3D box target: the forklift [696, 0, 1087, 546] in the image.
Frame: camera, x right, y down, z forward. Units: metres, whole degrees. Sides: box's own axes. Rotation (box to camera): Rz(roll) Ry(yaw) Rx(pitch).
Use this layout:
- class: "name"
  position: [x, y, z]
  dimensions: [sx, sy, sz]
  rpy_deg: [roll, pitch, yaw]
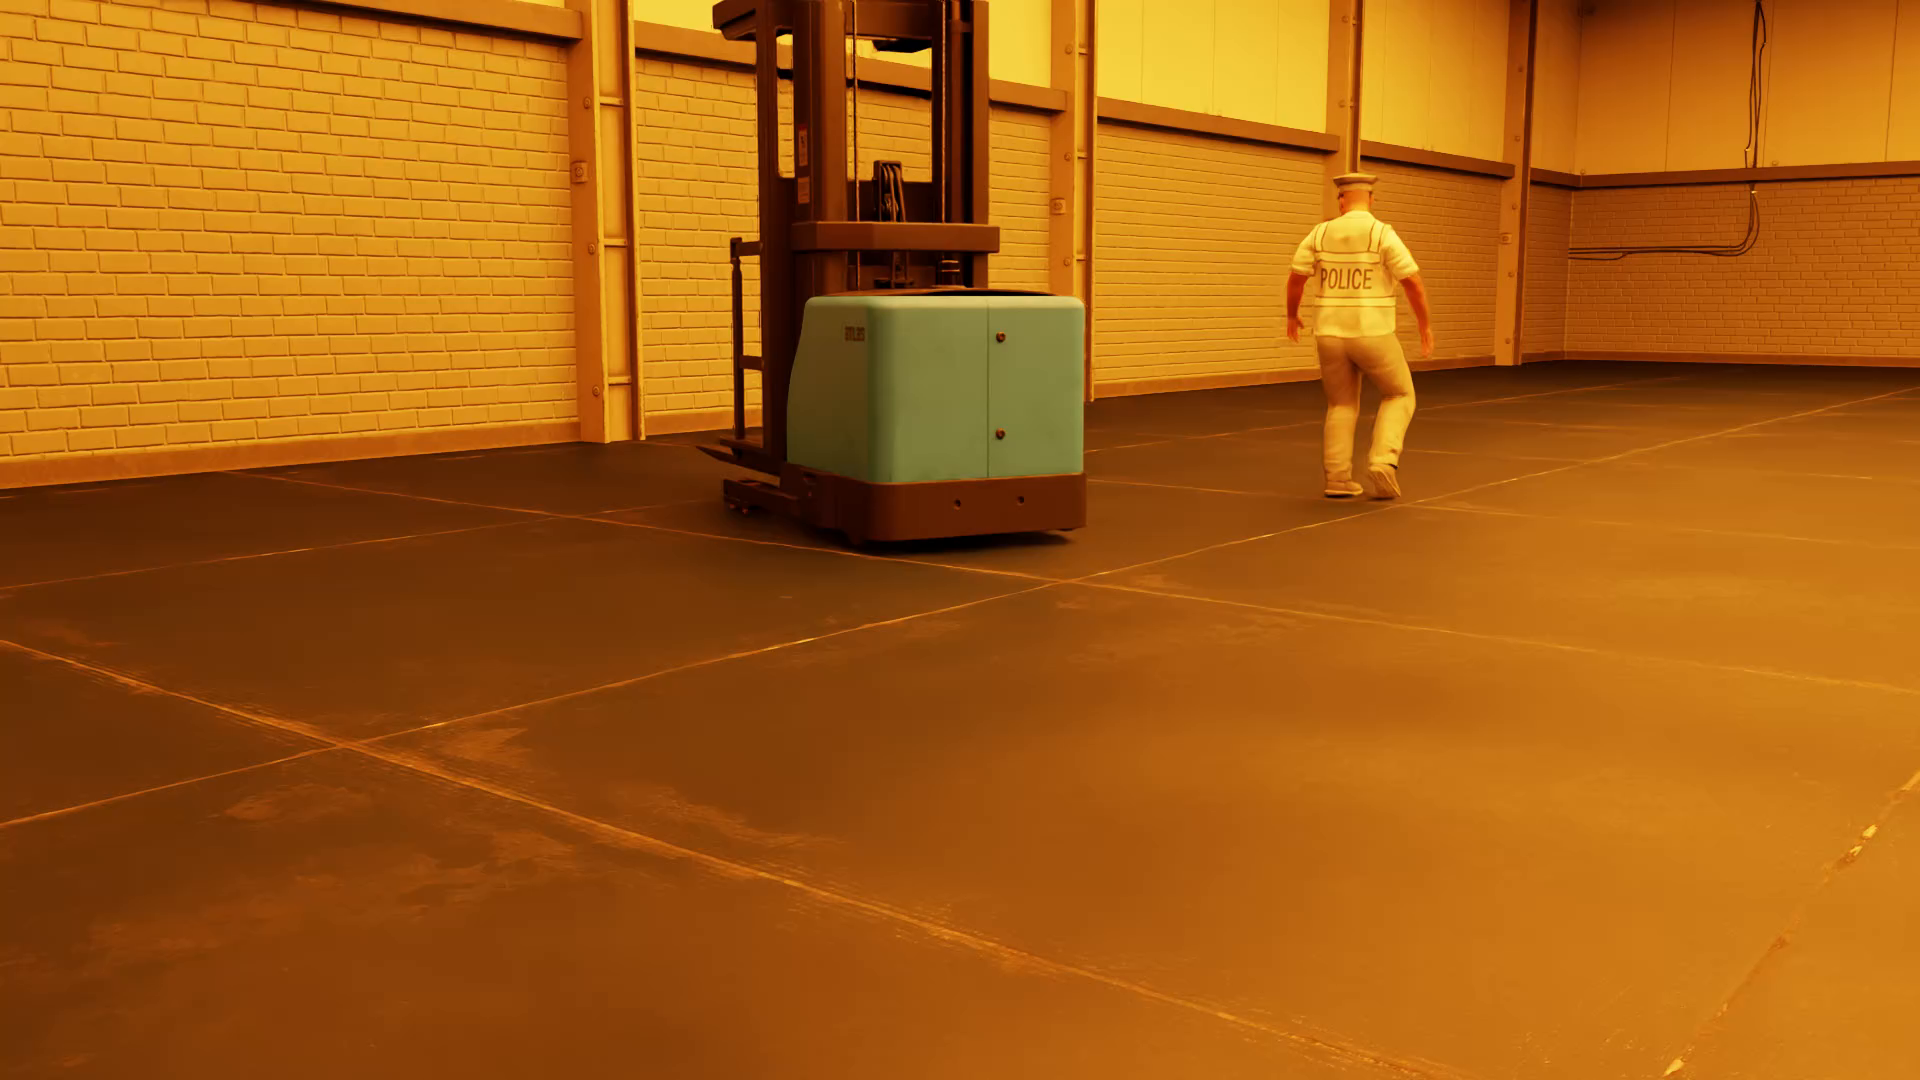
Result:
- class: "forklift"
  position: [-0.549, -1.599, 8.209]
  dimensions: [1.130, 2.935, 3.031]
  rpy_deg: [-4, 9, -26]

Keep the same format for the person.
- class: "person"
  position: [2.104, -1.073, 8.942]
  dimensions: [0.823, 1.756, 0.491]
  rpy_deg: [7, 11, 39]
